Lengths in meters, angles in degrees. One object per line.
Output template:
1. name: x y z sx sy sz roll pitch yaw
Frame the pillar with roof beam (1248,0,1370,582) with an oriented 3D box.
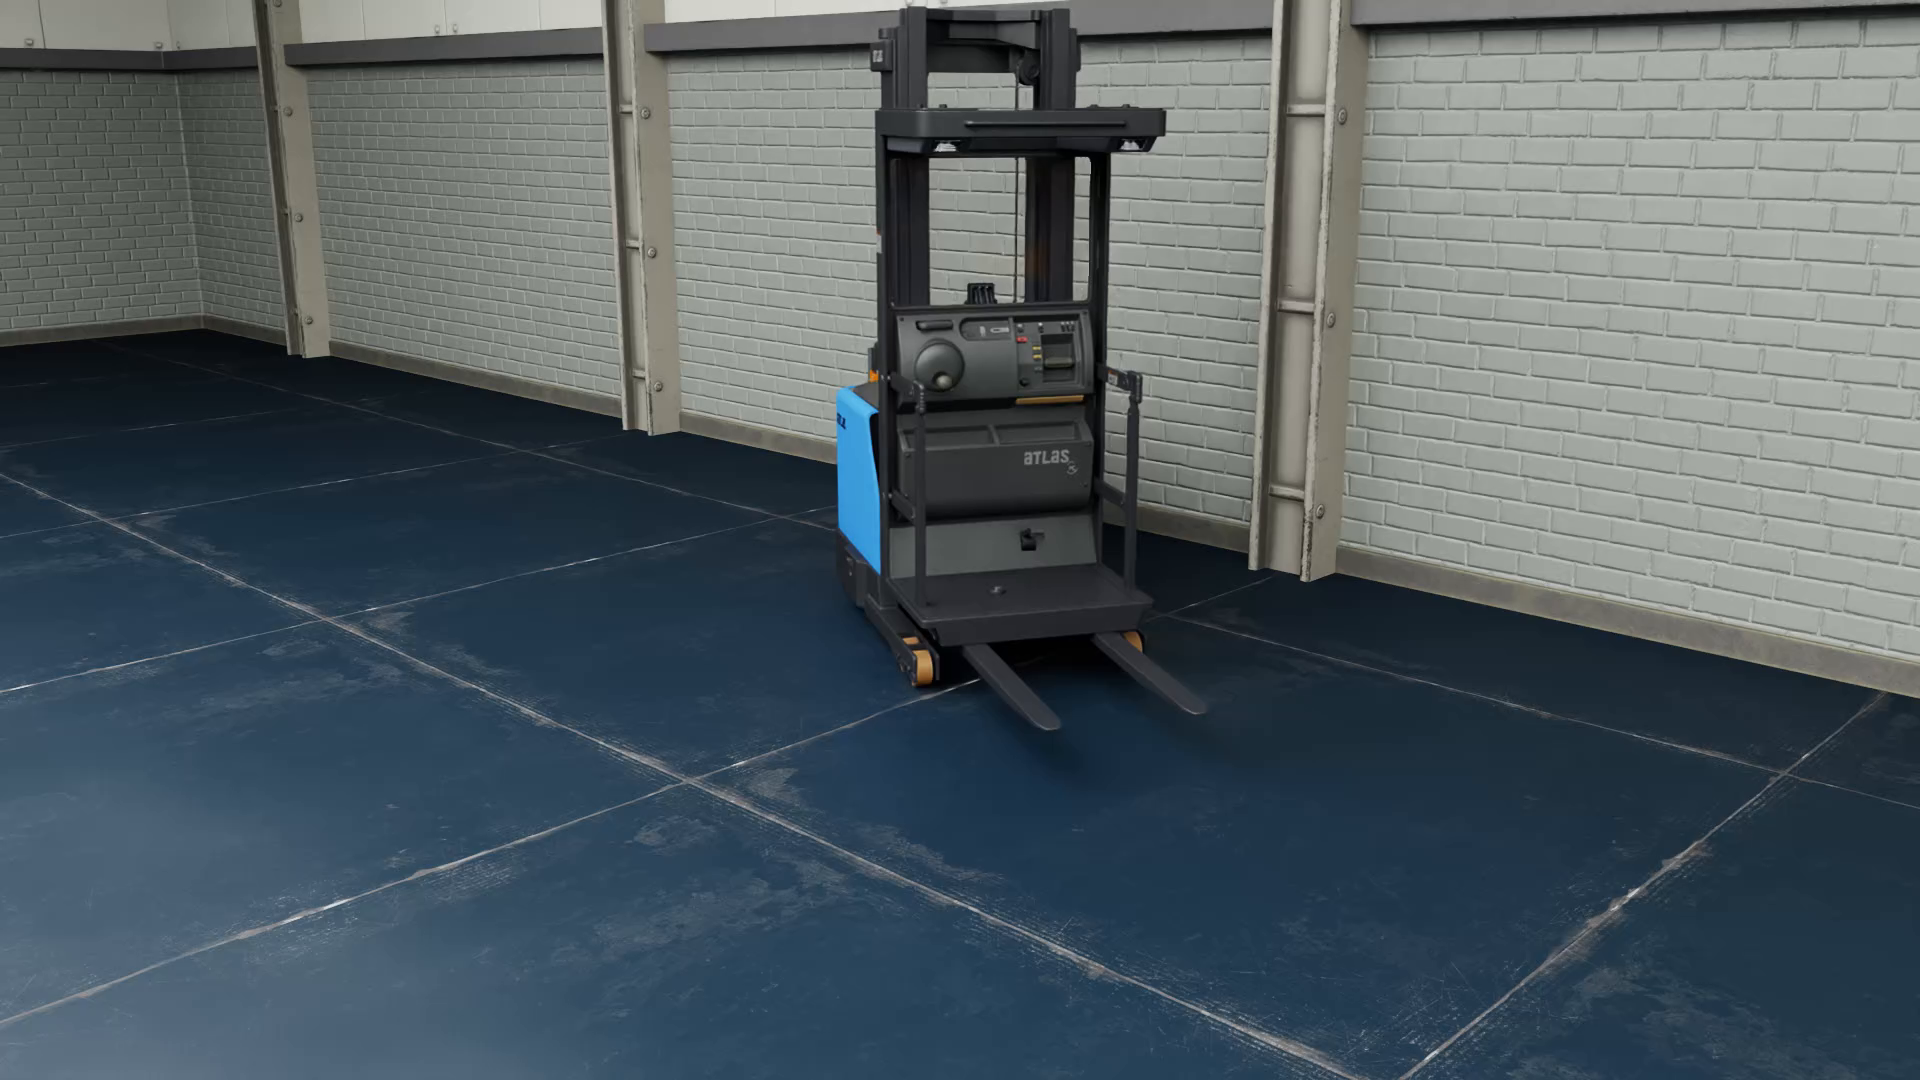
1. pillar with roof beam: -1.129 -3.406 5.158 0.400 9.000 9.100 14 20 42

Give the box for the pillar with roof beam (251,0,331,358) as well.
1. pillar with roof beam: -9.767 -5.506 13.218 0.400 9.000 9.100 14 20 42

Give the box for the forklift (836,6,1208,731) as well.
1. forklift: 0.227 -0.874 7.474 1.130 2.935 3.031 -4 15 -15

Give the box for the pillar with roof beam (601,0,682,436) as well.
1. pillar with roof beam: -5.448 -4.456 9.188 0.400 9.000 9.100 14 20 42

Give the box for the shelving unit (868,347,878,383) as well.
1. shelving unit: 0.004 -0.545 9.790 1.048 1.125 0.538 14 20 42

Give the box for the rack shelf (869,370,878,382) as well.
1. rack shelf: 0.004 -0.828 9.716 1.000 0.278 0.538 14 20 42

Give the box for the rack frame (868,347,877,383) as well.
1. rack frame: -0.362 -0.634 10.131 0.032 1.125 0.500 14 20 42
